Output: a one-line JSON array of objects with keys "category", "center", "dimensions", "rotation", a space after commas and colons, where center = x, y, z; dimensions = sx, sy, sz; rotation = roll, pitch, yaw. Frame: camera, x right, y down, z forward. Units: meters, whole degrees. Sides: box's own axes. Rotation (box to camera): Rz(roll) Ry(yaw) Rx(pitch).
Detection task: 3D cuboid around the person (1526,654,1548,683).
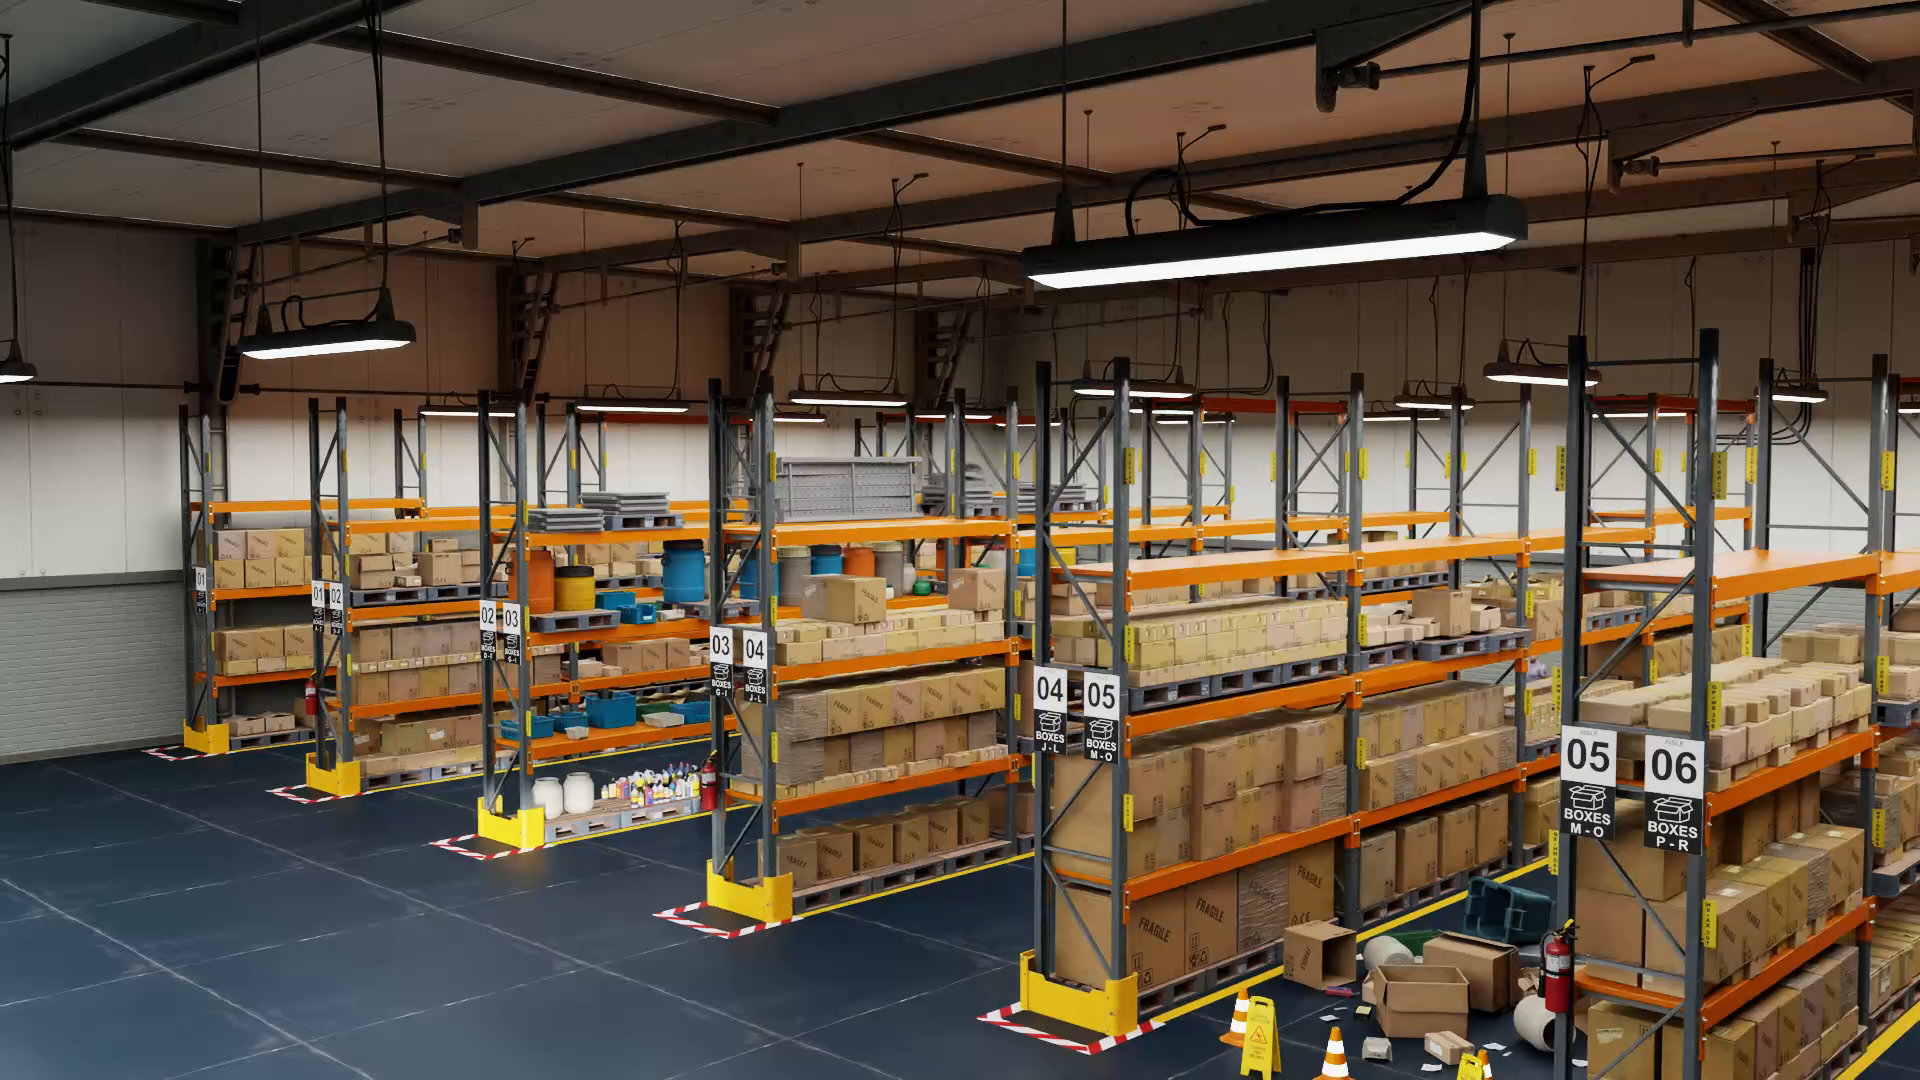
[{"category": "person", "center": [10.542, 2.760, 30.558], "dimensions": [0.677, 1.589, 0.661], "rotation": [3, 4, 44]}]
